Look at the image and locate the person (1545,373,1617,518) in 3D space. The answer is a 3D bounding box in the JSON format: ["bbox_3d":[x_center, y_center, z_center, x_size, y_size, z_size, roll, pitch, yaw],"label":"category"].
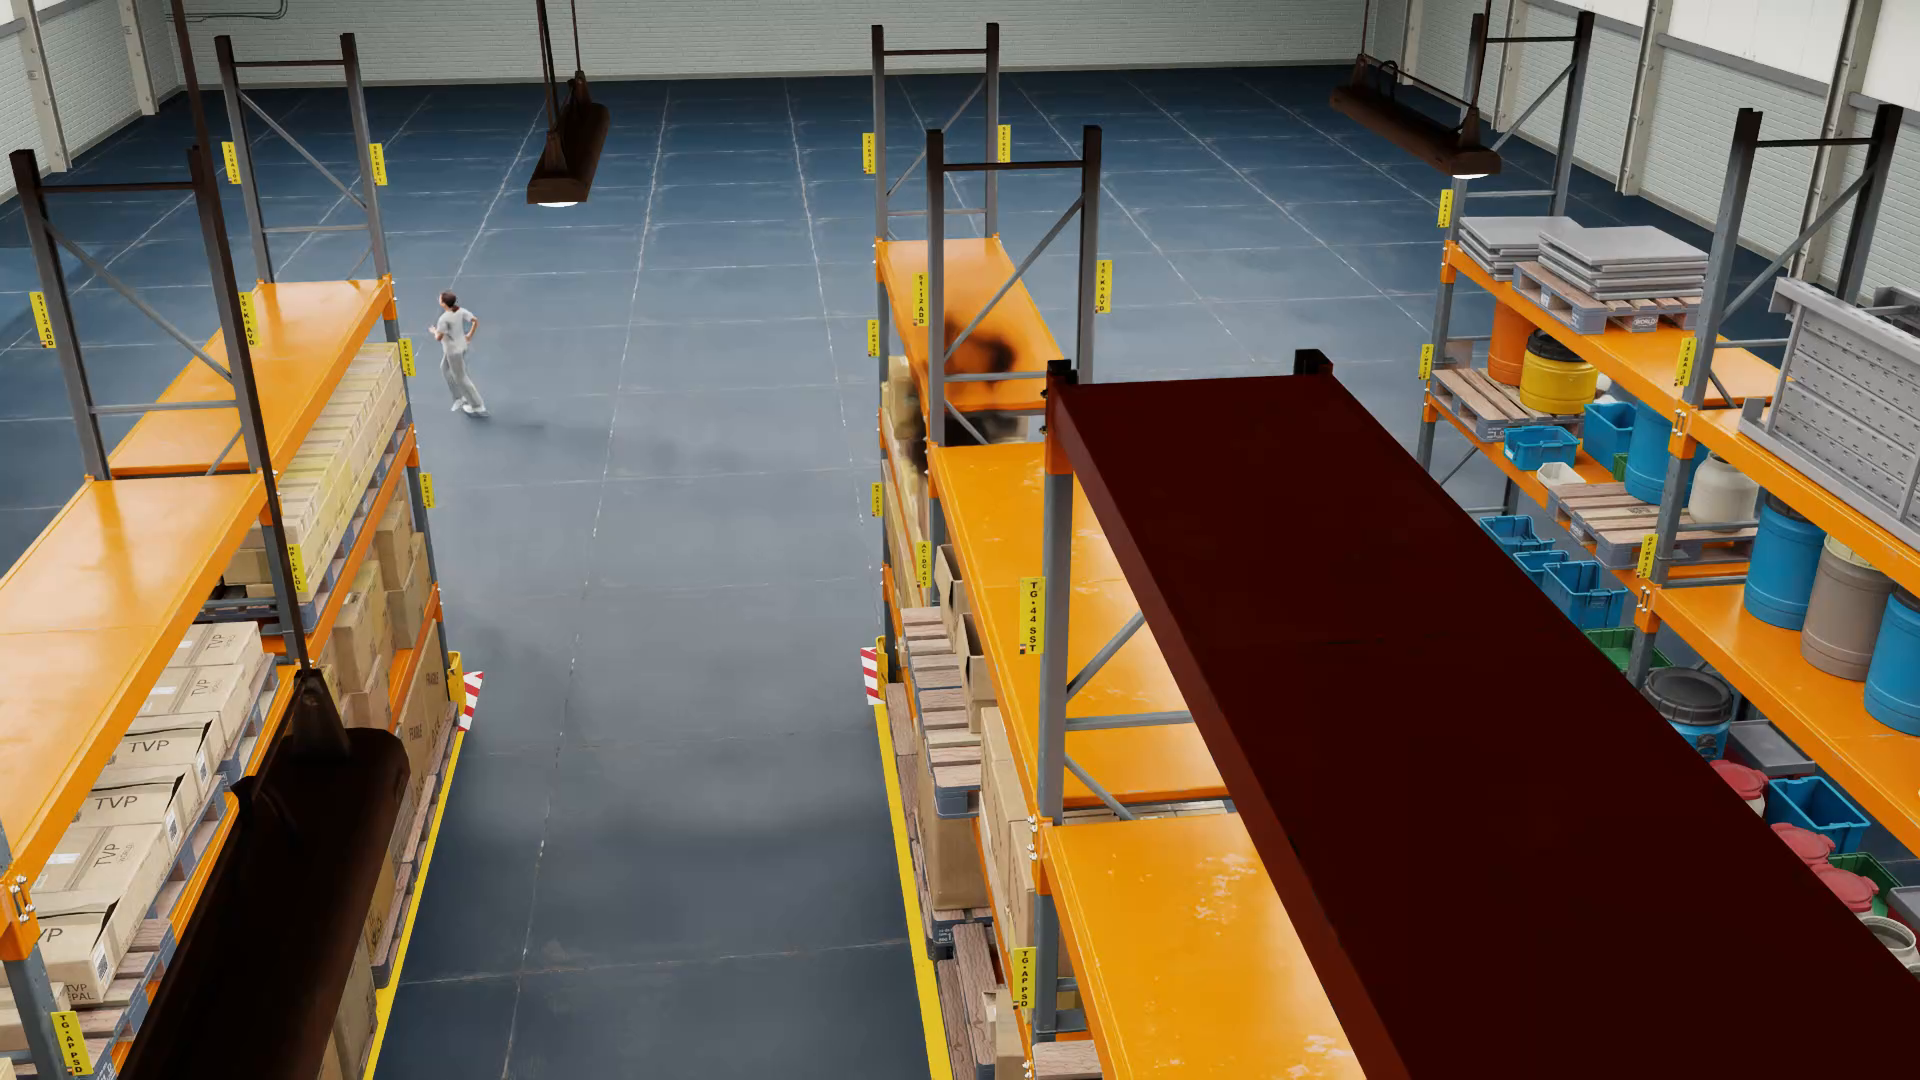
[{"bbox_3d":[7.067,-0.969,18.471,0.853,1.801,0.691,10,27,20],"label":"person"}]

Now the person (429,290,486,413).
[{"bbox_3d":[-6.576,-2.434,21.670,0.677,1.704,0.546,6,26,12],"label":"person"}]
